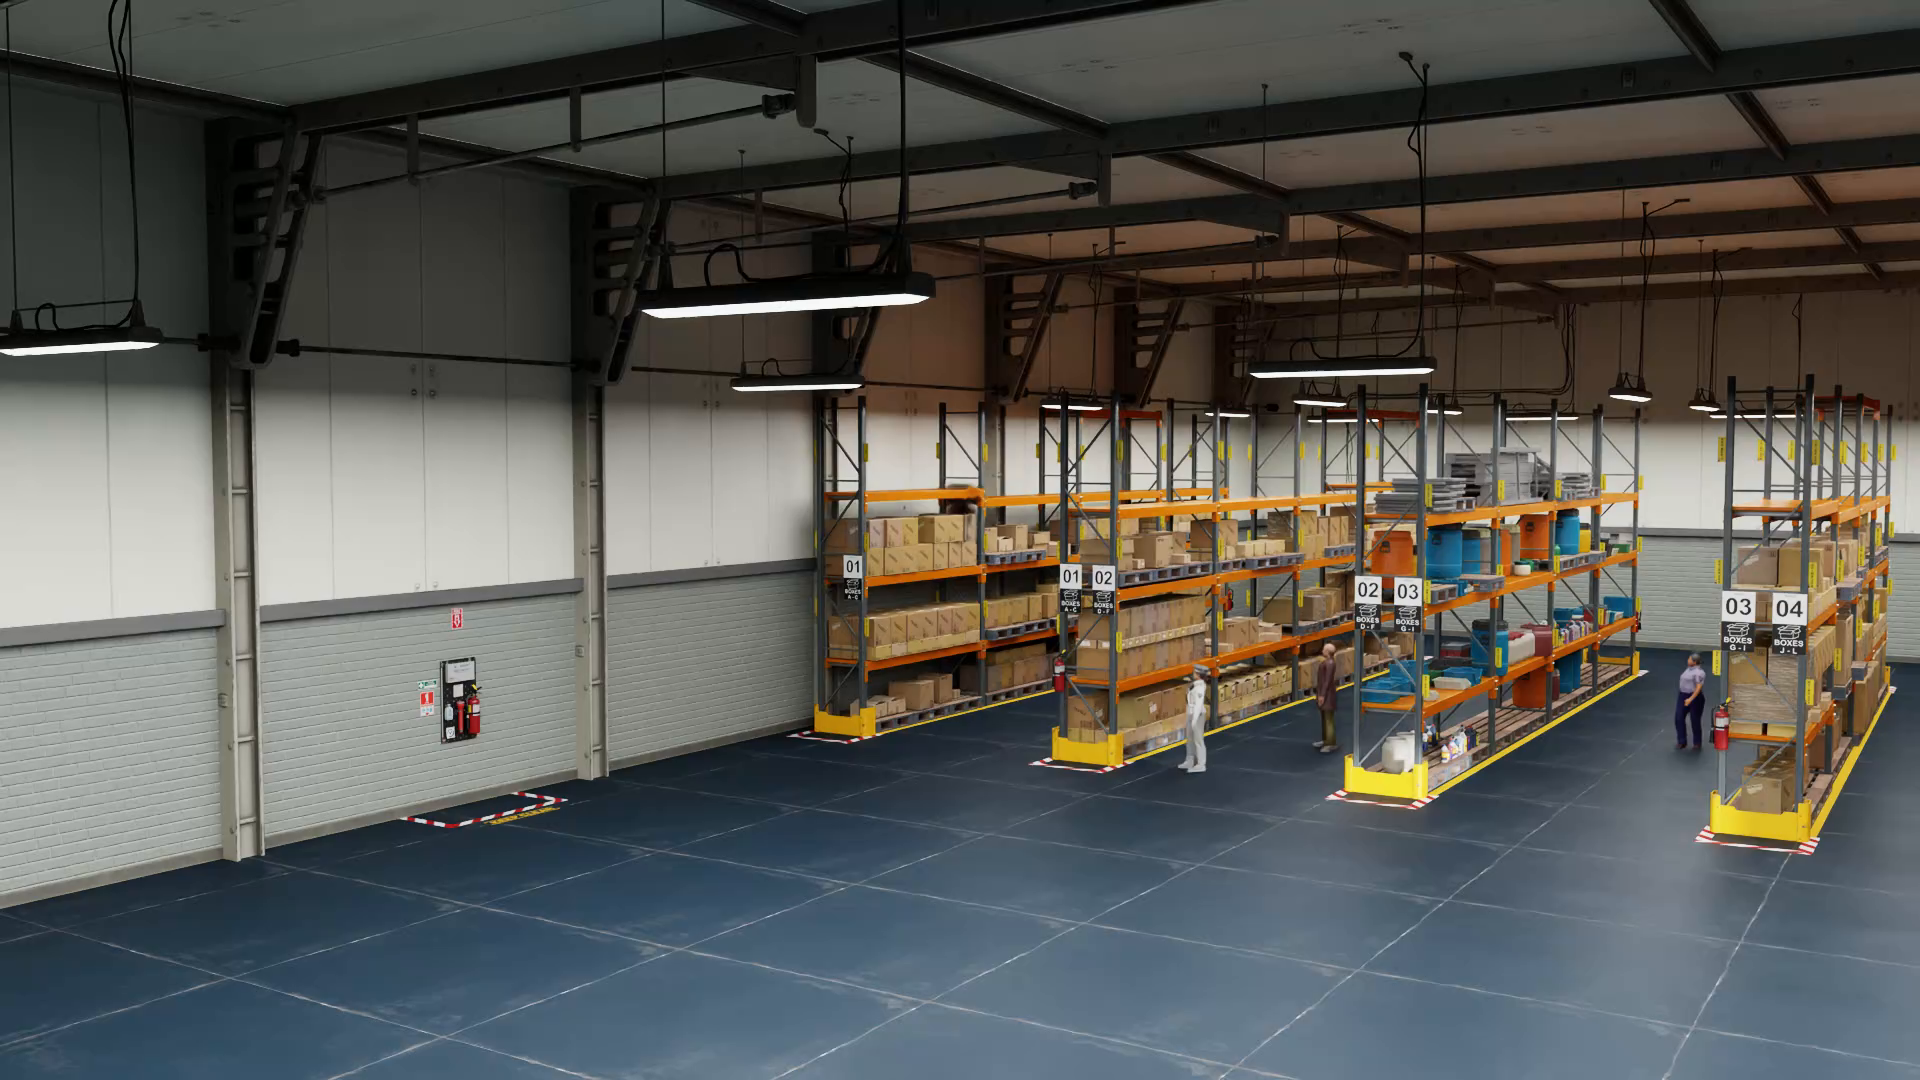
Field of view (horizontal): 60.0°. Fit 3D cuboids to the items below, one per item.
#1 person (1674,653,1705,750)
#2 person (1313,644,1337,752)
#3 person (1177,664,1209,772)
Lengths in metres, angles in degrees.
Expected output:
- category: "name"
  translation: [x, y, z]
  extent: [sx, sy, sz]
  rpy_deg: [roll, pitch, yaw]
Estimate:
- category: "person"
  translation: [12.290, 2.741, 28.033]
  extent: [0.585, 1.678, 0.501]
  rpy_deg: [-2, 4, -35]
- category: "person"
  translation: [6.175, 2.656, 28.059]
  extent: [0.408, 1.820, 0.598]
  rpy_deg: [0, 3, -3]
- category: "person"
  translation: [3.682, 2.786, 26.196]
  extent: [0.450, 1.679, 0.543]
  rpy_deg: [-1, 3, -11]
